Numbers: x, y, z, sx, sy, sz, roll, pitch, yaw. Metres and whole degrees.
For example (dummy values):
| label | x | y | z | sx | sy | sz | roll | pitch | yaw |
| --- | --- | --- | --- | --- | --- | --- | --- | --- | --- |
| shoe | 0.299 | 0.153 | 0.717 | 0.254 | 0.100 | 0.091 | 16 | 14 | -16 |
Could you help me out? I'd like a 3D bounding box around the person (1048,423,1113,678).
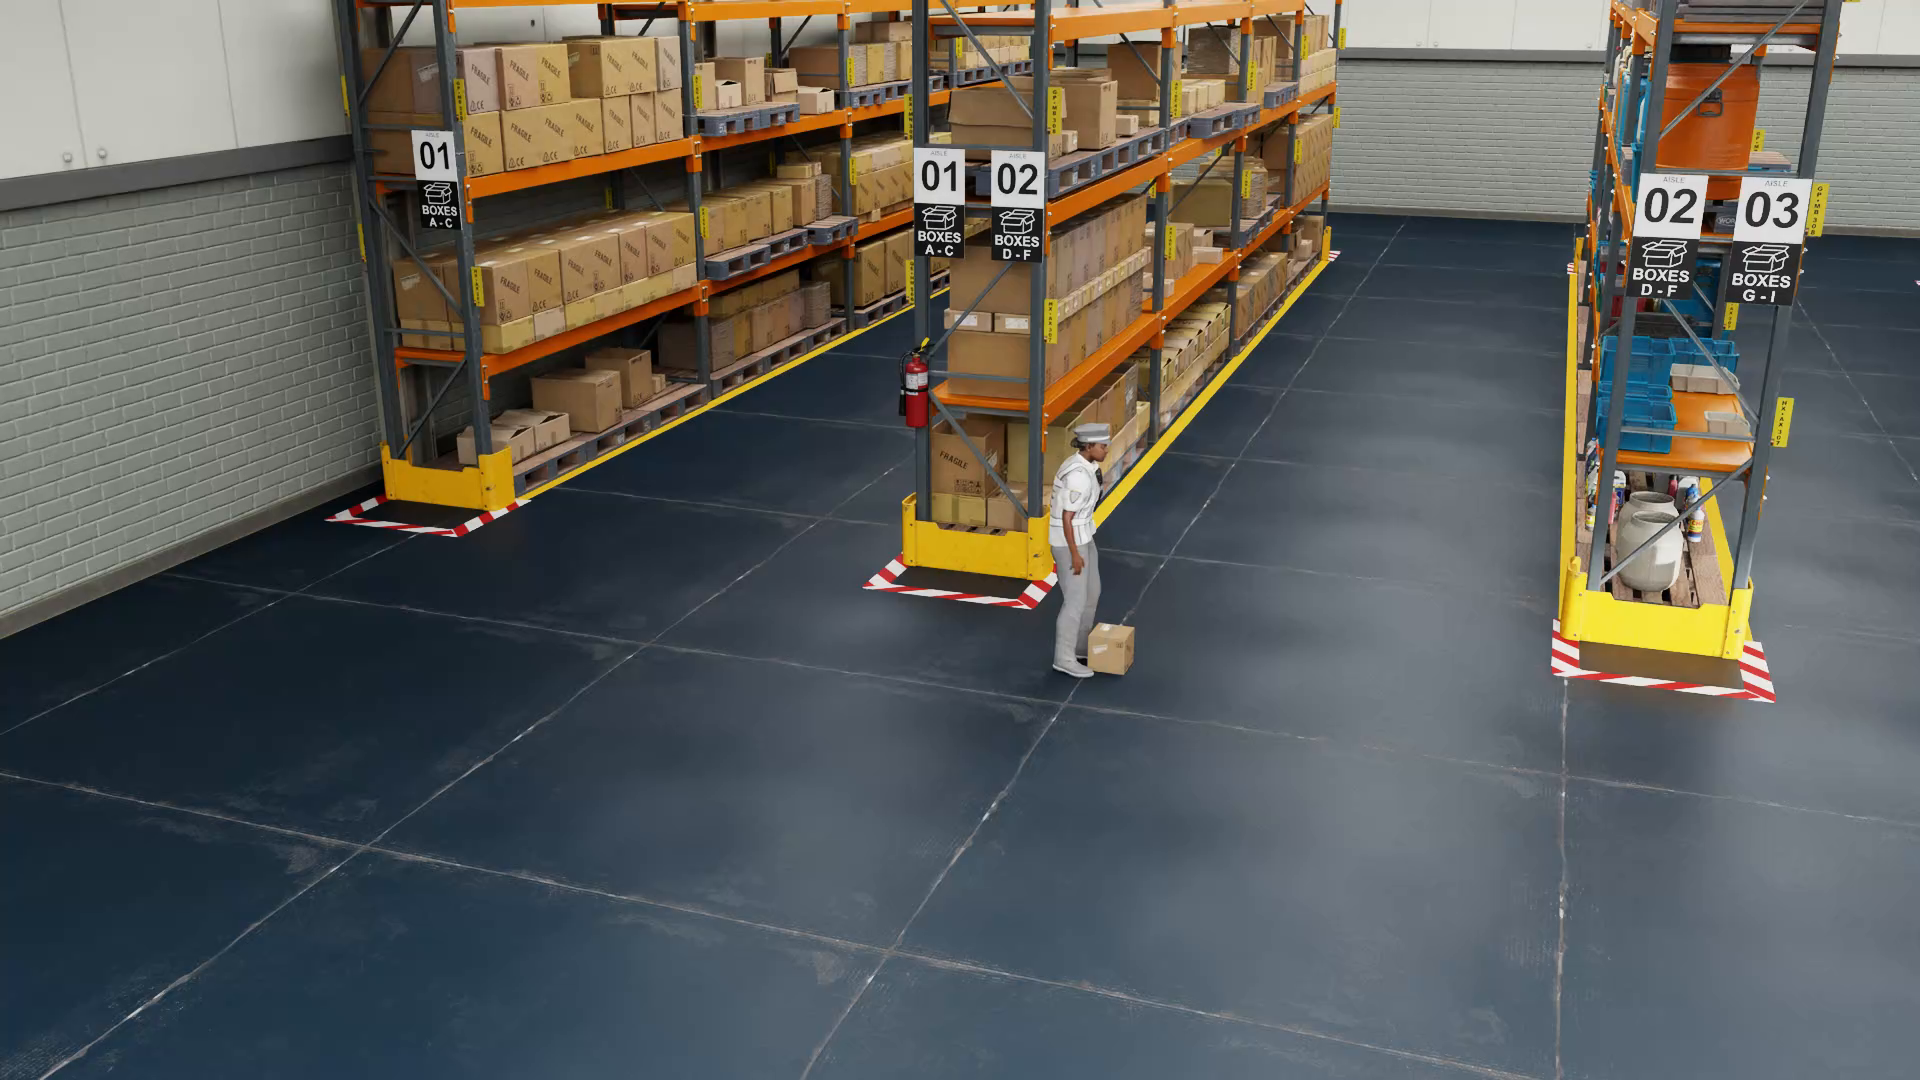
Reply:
| label | x | y | z | sx | sy | sz | roll | pitch | yaw |
| --- | --- | --- | --- | --- | --- | --- | --- | --- | --- |
| person | 0.797 | 0.040 | 10.946 | 0.428 | 1.659 | 0.529 | 5 | 19 | 15 |
